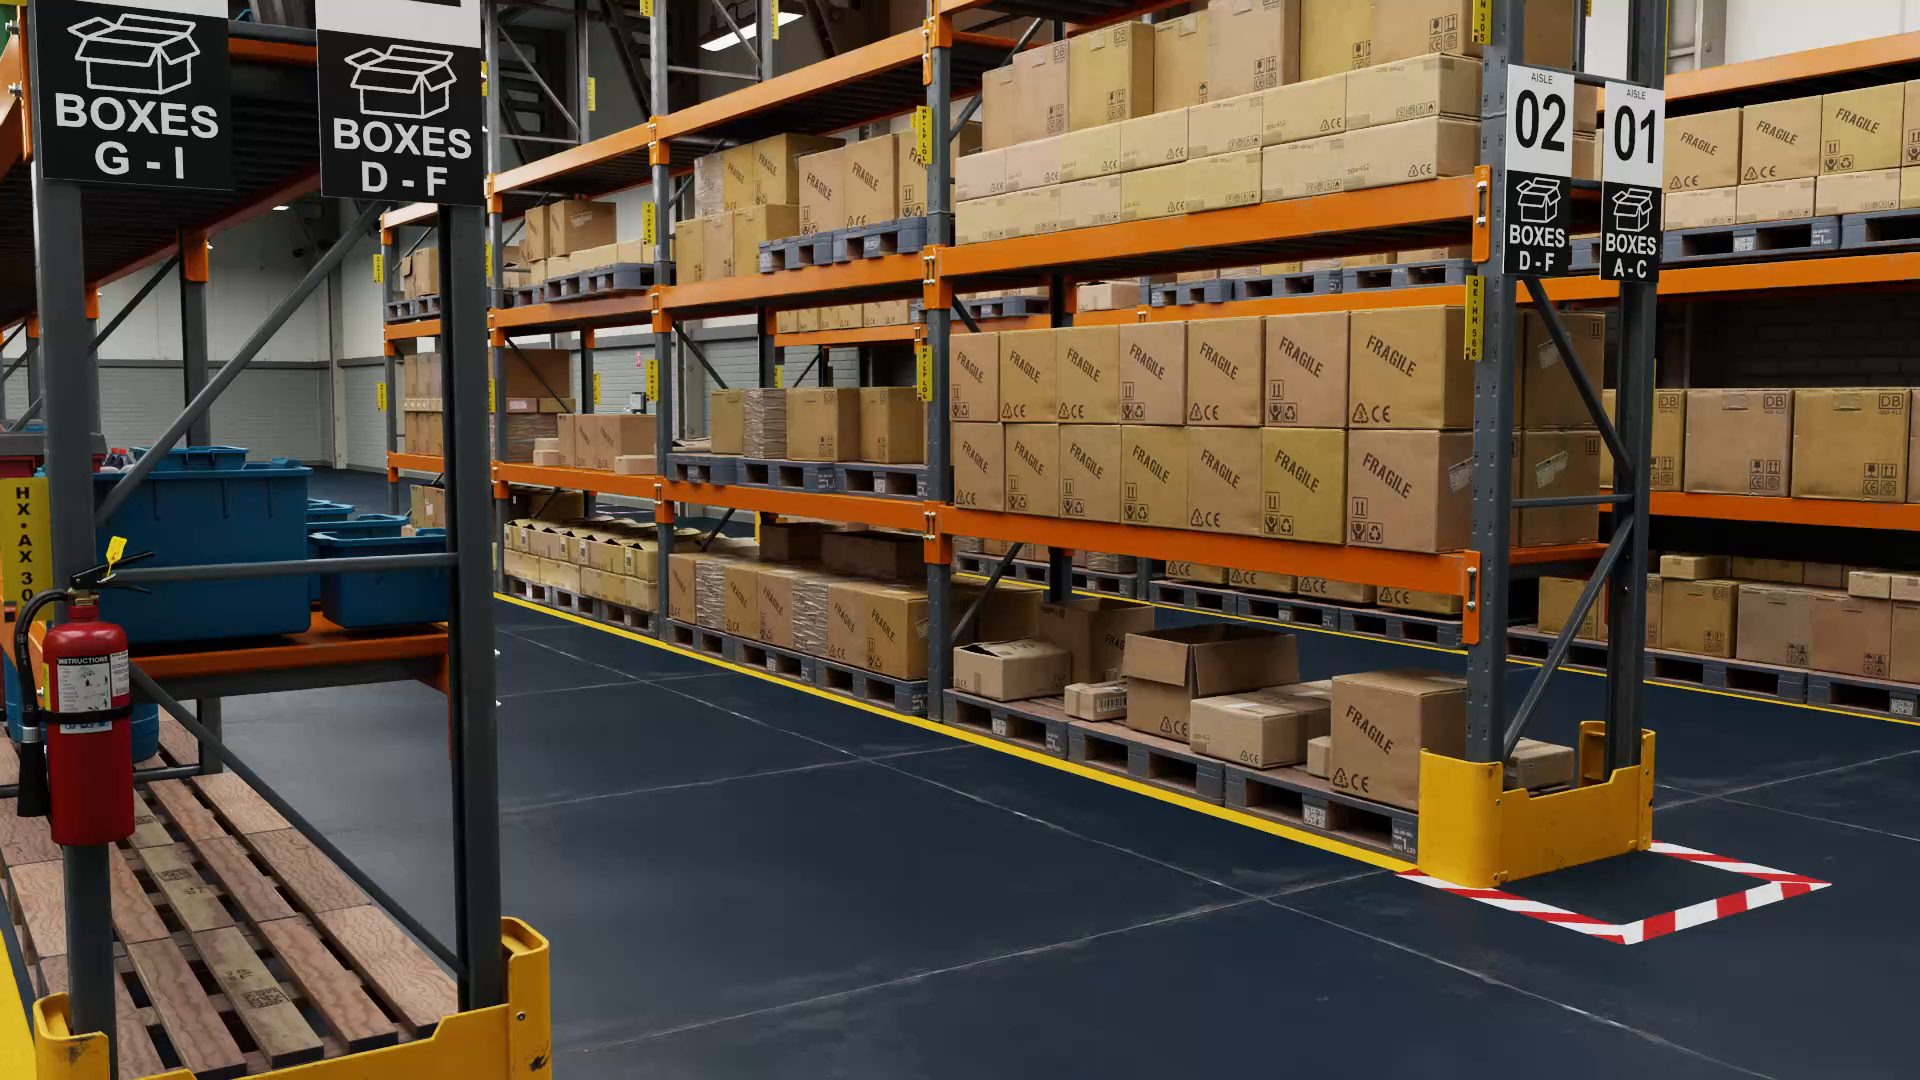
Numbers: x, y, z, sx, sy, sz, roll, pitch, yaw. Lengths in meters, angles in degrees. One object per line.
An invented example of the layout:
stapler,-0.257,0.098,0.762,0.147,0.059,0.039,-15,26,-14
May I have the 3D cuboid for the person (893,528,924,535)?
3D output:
person,-0.357,-0.109,15.199,0.519,1.541,0.591,-3,6,-33
